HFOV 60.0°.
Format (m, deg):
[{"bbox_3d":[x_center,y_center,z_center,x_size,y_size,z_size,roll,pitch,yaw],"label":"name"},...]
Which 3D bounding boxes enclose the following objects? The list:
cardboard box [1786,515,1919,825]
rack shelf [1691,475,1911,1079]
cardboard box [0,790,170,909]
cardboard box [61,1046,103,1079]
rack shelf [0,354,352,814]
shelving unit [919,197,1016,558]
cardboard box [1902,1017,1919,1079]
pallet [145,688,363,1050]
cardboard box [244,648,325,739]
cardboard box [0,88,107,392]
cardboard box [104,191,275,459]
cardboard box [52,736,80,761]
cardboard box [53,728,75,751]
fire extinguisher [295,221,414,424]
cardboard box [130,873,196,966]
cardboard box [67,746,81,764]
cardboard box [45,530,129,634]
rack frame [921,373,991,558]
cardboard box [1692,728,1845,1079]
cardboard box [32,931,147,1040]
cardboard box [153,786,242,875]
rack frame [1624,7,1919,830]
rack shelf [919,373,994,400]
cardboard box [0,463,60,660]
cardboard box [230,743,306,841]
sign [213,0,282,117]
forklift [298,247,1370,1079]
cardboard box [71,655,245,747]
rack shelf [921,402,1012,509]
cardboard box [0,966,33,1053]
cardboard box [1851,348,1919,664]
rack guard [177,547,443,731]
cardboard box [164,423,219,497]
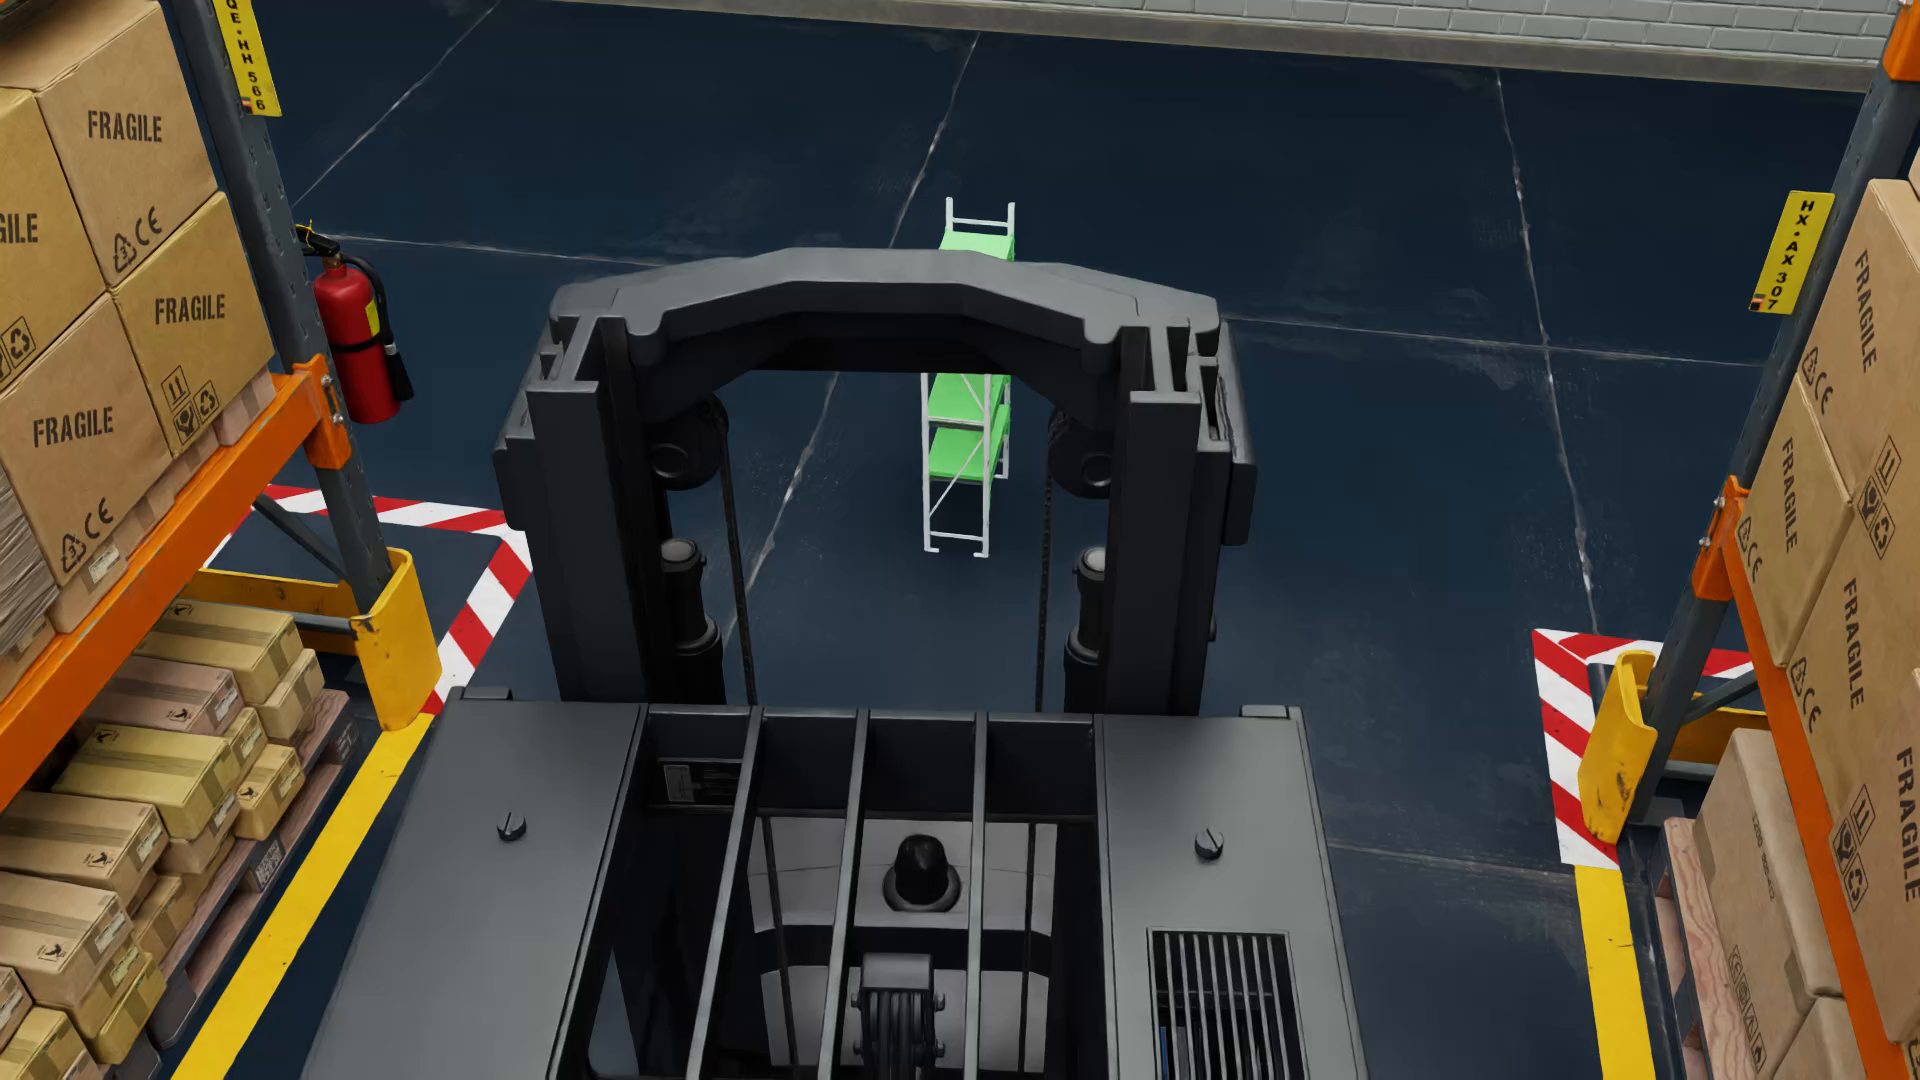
[{"bbox_3d":[2.110,0.295,3.460,0.500,0.500,0.500,6,40,7],"label":"cardboard box"},{"bbox_3d":[2.190,1.276,2.917,1.077,0.370,4.000,6,40,8],"label":"rack shelf"},{"bbox_3d":[-2.326,0.813,4.354,0.380,0.149,0.250,5,40,6],"label":"cardboard box"},{"bbox_3d":[-2.397,1.373,4.143,0.380,0.149,0.250,7,40,9],"label":"cardboard box"},{"bbox_3d":[-2.703,0.794,3.500,1.077,0.370,4.000,6,40,8],"label":"rack shelf"},{"bbox_3d":[0.029,-0.566,5.993,0.258,1.200,0.503,6,40,8],"label":"shelving unit"},{"bbox_3d":[1.934,0.929,2.694,0.500,0.500,0.500,8,40,9],"label":"cardboard box"},{"bbox_3d":[-2.545,0.890,5.008,1.003,0.211,1.213,6,40,8],"label":"pallet"},{"bbox_3d":[-2.167,0.446,5.031,0.380,0.149,0.250,5,40,6],"label":"cardboard box"},{"bbox_3d":[-2.279,-0.645,3.579,0.500,0.500,0.500,5,40,6],"label":"cardboard box"},{"bbox_3d":[-2.181,-0.581,4.287,0.500,0.500,0.500,7,40,9],"label":"cardboard box"},{"bbox_3d":[-2.803,0.550,4.905,0.380,0.149,0.250,6,40,7],"label":"cardboard box"},{"bbox_3d":[-2.711,0.447,4.797,0.380,0.149,0.250,7,40,8],"label":"cardboard box"},{"bbox_3d":[-1.859,-0.672,5.063,0.296,0.674,0.183,6,40,8],"label":"fire extinguisher"},{"bbox_3d":[-2.348,1.037,4.550,0.380,0.149,0.250,7,40,8],"label":"cardboard box"},{"bbox_3d":[-2.727,0.665,4.999,0.380,0.149,0.250,6,40,7],"label":"cardboard box"},{"bbox_3d":[-2.265,0.068,4.011,0.380,0.149,0.250,7,40,9],"label":"cardboard box"},{"bbox_3d":[-0.014,-0.413,5.808,0.240,1.200,0.015,6,40,8],"label":"rack frame"},{"bbox_3d":[2.520,0.995,4.374,0.875,0.438,0.875,5,40,6],"label":"cardboard box"},{"bbox_3d":[-2.332,1.099,4.241,0.380,0.149,0.250,7,40,8],"label":"cardboard box"},{"bbox_3d":[-2.255,0.773,4.636,0.380,0.149,0.250,5,40,6],"label":"cardboard box"},{"bbox_3d":[2.536,-0.256,4.206,1.000,3.000,0.127,6,40,8],"label":"rack frame"},{"bbox_3d":[0.029,-0.702,5.881,0.258,0.148,0.480,6,40,8],"label":"rack shelf"},{"bbox_3d":[-2.354,0.060,3.511,0.500,0.500,0.500,7,40,8],"label":"cardboard box"},{"bbox_3d":[-2.187,0.724,4.928,0.380,0.149,0.250,8,40,9],"label":"cardboard box"},{"bbox_3d":[-1.814,-1.233,4.231,0.100,0.325,0.005,6,40,8],"label":"sign"},{"bbox_3d":[-0.119,1.182,2.520,1.130,2.935,3.031,1,40,1],"label":"forklift"},{"bbox_3d":[-2.299,0.480,4.756,0.380,0.149,0.250,7,40,9],"label":"cardboard box"},{"bbox_3d":[0.029,-0.332,6.187,0.258,0.148,0.480,6,40,8],"label":"rack shelf"},{"bbox_3d":[-2.472,1.140,3.957,0.380,0.149,0.250,5,40,6],"label":"cardboard box"},{"bbox_3d":[2.090,-0.085,3.136,0.500,0.500,0.500,5,40,6],"label":"cardboard box"},{"bbox_3d":[-2.370,0.272,5.528,1.175,0.500,0.348,6,40,8],"label":"rack guard"},{"bbox_3d":[-2.215,-0.254,4.400,0.380,0.149,0.250,6,40,8],"label":"cardboard box"}]
